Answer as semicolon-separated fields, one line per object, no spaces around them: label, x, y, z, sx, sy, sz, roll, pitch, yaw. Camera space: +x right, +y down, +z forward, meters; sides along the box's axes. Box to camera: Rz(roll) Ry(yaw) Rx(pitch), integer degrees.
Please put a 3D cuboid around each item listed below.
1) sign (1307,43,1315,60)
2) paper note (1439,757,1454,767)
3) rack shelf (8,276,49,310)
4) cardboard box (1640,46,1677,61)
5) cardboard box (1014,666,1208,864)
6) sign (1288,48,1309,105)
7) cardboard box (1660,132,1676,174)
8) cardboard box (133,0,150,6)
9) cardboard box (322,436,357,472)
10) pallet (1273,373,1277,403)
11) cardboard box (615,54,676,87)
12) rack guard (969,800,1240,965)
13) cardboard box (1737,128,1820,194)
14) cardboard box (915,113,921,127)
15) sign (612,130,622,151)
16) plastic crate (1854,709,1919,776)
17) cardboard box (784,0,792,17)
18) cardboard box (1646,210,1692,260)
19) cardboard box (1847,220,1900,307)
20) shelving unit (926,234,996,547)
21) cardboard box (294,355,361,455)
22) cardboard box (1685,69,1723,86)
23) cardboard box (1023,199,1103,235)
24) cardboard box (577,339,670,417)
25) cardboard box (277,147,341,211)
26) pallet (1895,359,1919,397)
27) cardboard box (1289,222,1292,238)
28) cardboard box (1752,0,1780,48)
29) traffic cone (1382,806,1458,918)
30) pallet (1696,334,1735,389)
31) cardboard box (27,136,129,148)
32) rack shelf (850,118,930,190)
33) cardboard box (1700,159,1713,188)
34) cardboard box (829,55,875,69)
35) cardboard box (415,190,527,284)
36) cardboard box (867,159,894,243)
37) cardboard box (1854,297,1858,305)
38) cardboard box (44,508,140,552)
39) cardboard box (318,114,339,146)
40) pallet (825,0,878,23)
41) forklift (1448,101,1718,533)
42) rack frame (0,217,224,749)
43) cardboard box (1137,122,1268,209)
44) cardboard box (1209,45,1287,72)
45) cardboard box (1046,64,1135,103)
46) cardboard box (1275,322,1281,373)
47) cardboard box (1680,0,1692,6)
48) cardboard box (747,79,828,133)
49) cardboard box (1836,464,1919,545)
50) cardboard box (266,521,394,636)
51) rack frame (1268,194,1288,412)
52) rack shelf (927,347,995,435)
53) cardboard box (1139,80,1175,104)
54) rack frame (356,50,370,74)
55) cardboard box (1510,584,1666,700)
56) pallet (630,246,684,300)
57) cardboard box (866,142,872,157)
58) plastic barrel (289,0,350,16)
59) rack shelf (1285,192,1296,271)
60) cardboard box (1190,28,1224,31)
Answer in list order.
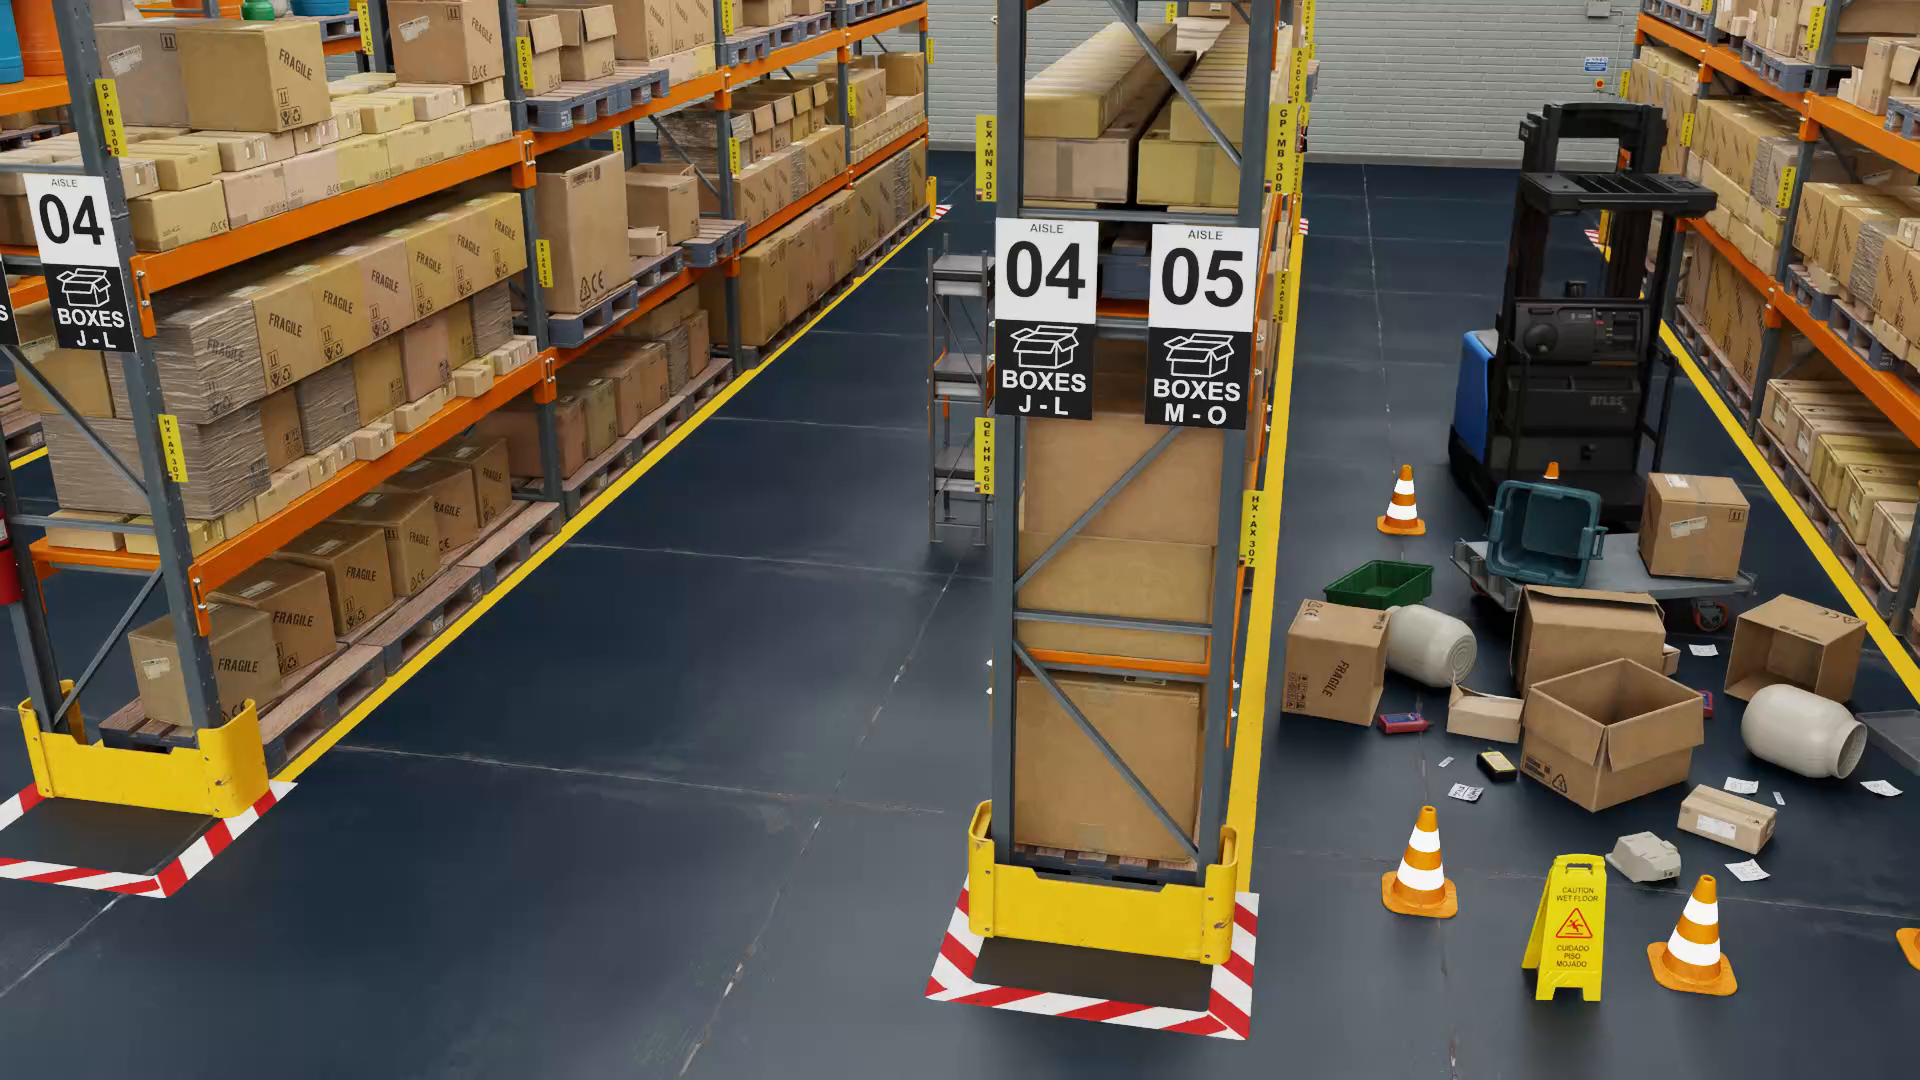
sign;4.443;-6.136;21.101;0.100;0.325;0.005;4;22;11
paper note;2.601;1.187;8.894;0.032;0.001;0.123;18;28;38
rack shelf;-7.820;-2.304;14.521;1.077;0.370;4.000;4;22;11
cardboard box;8.427;-5.864;20.058;0.380;0.149;0.250;5;22;12
cardboard box;0.713;0.887;7.917;0.875;0.875;0.875;5;22;11
sign;1.999;-2.739;9.827;0.100;0.325;0.005;4;22;11
cardboard box;7.898;-4.123;17.941;0.500;0.500;0.500;4;22;10
cardboard box;-10.893;-7.057;21.545;0.500;0.250;0.500;4;22;11
cardboard box;-3.656;-0.493;9.398;0.380;0.149;0.250;4;22;11
pallet;2.433;-1.568;15.465;1.003;0.211;1.213;4;22;11
cardboard box;-2.613;-3.754;13.346;0.500;0.250;0.500;5;22;12
rack guard;0.634;1.518;7.415;1.175;0.500;0.348;4;22;11
cardboard box;7.192;-3.324;14.620;0.500;0.500;0.500;4;22;11
cardboard box;-0.733;-5.550;21.955;0.380;0.149;0.250;5;22;11
sign;-3.107;-3.569;15.151;0.100;0.325;0.005;4;22;11
plastic crate;5.199;1.093;9.032;0.402;0.080;0.583;-3;22;-8
cardboard box;-2.059;-5.605;17.296;0.500;0.311;0.500;4;22;9
cardboard box;8.555;-3.583;19.603;0.875;0.438;0.875;5;22;12
cardboard box;6.509;-1.900;11.461;0.500;0.500;0.500;4;22;9
shelving unit;0.034;-1.035;11.612;0.431;2.100;0.503;4;22;11
cardboard box;-3.928;-0.820;9.343;0.875;0.500;0.500;4;22;11
cardboard box;7.960;-4.919;17.712;0.380;0.149;0.250;4;22;10
cardboard box;0.375;-1.314;6.726;0.380;0.149;0.250;4;22;11
cardboard box;-2.890;-1.377;14.016;0.700;0.500;0.500;6;23;15
cardboard box;-3.640;-1.914;8.775;0.500;0.250;0.500;4;22;11
pallet;6.620;-0.952;10.460;1.003;0.211;1.213;4;22;11
cardboard box;3.779;-3.722;19.935;0.380;0.149;0.250;5;22;11
cardboard box;7.214;-4.535;14.387;0.500;0.500;0.500;5;22;11
traffic cone;2.138;1.440;7.657;0.336;0.463;0.334;4;22;11
pallet;7.624;-1.670;15.717;1.003;0.211;1.213;4;22;11
cardboard box;-4.328;-1.892;8.188;0.380;0.149;0.250;3;22;9
rack shelf;-1.339;-4.852;20.848;1.077;0.370;4.000;4;22;11
cardboard box;7.510;-3.529;16.131;0.500;0.250;0.500;5;22;12
cardboard box;-1.395;-5.995;21.523;0.500;0.500;0.500;4;22;10
cardboard box;-3.202;-1.991;10.911;0.500;0.500;0.500;4;22;11
cardboard box;-1.350;-4.228;20.618;0.875;0.875;0.875;4;22;11
cardboard box;6.630;-1.712;11.865;0.380;0.149;0.250;5;23;13
cardboard box;-4.340;-0.069;8.345;0.380;0.149;0.250;4;22;11
cardboard box;-3.609;-2.223;9.010;0.380;0.149;0.250;4;22;10
pallet;-1.570;-6.103;19.095;1.003;0.211;1.213;4;22;11
forklift;4.384;-1.459;11.553;1.130;2.935;3.031;1;22;3
rack frame;-4.196;-0.065;8.001;1.000;3.000;0.127;4;22;11
cardboard box;0.989;-1.508;6.675;0.500;0.250;0.500;4;22;11
cardboard box;1.435;-2.380;8.304;0.380;0.149;0.250;4;22;10
cardboard box;0.584;-2.056;7.502;0.380;0.149;0.250;5;22;11
cardboard box;2.666;-1.851;15.217;0.500;0.500;0.500;4;22;9
cardboard box;8.212;-6.115;18.176;0.500;0.500;0.500;5;22;12
cardboard box;-1.869;-4.731;18.110;0.797;0.503;0.637;4;22;10
cardboard box;6.570;-0.204;11.300;0.950;0.372;0.625;6;23;14
cardboard box;-3.817;0.224;10.067;0.500;0.500;0.500;7;23;16
rack frame;2.272;-2.576;14.235;1.000;3.000;0.127;4;22;11
rack shelf;0.034;-1.022;11.617;0.431;0.518;0.480;4;22;11
cardboard box;0.775;-2.102;8.150;0.500;0.250;0.500;5;22;11
rack frame;-6.596;-4.832;19.835;1.000;3.000;0.127;4;22;11
cardboard box;3.568;0.607;9.491;0.797;0.637;0.503;4;22;11
pallet;-2.927;-2.175;13.496;1.003;0.211;1.213;4;22;11
cardboard box;-1.254;-4.613;19.628;0.380;0.149;0.250;5;23;13
plastic barrel;-6.794;-6.014;17.524;0.600;0.901;0.708;4;22;11
rack shelf;2.680;-2.974;16.185;1.077;0.370;4.000;4;22;11
cardboard box;1.806;-3.708;12.535;0.500;0.250;0.500;5;22;12
